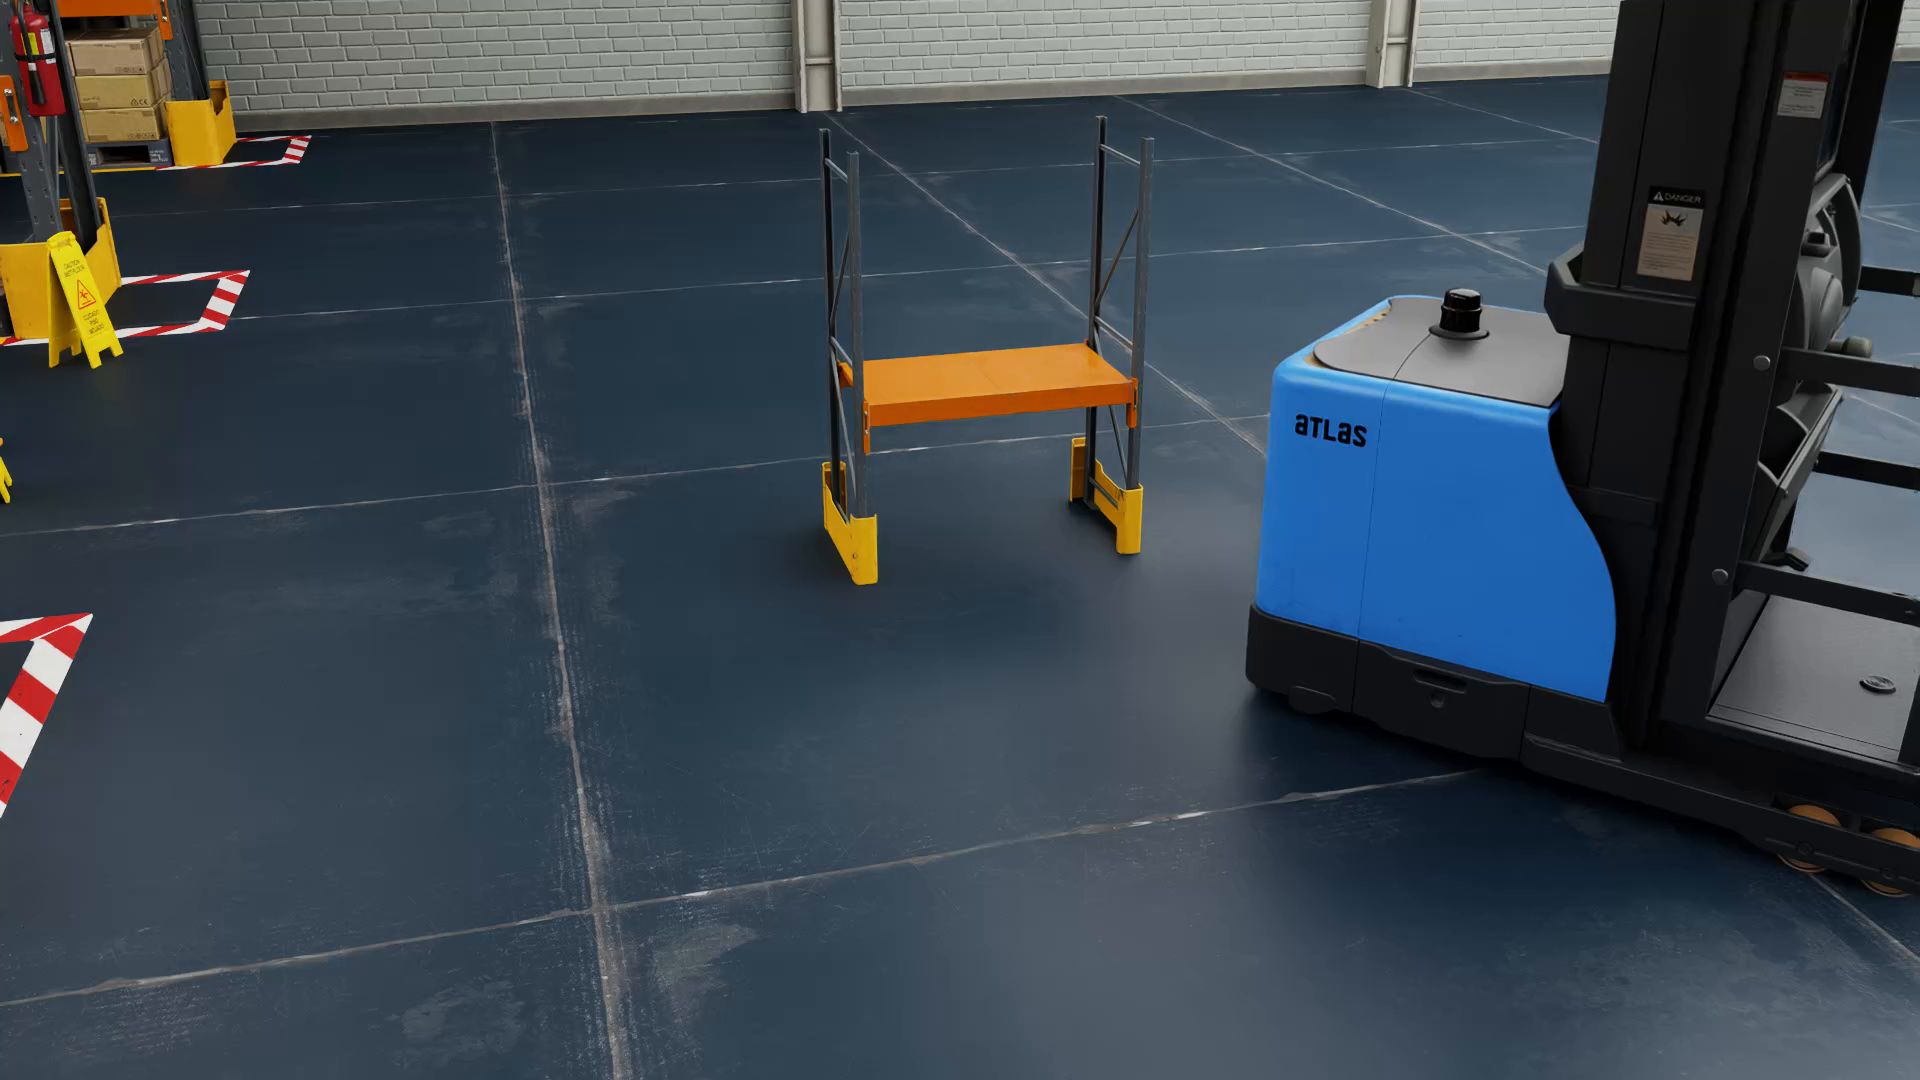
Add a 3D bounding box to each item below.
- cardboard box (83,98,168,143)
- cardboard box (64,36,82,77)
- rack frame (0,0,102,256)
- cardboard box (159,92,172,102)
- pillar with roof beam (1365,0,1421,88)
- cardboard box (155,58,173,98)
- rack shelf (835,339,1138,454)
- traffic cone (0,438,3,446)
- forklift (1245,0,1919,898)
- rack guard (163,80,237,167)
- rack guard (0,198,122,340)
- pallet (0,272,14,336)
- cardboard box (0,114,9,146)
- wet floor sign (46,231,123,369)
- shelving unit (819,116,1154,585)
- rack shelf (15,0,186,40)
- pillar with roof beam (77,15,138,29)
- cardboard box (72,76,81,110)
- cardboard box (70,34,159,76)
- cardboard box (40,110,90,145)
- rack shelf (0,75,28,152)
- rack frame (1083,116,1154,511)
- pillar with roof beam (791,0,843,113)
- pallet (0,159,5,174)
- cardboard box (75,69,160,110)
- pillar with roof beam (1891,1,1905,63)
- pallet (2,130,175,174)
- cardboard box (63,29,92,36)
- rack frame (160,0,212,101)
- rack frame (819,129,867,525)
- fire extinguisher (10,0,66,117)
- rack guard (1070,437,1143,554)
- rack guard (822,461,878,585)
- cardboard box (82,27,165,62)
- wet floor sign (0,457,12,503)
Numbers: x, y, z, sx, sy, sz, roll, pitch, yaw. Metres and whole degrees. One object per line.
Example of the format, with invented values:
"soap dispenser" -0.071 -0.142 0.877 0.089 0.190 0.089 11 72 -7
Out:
"cardboard box" -6.570 -3.310 13.114 0.500 0.250 0.500 -6 24 -14
"cardboard box" -7.052 -3.715 12.791 0.500 0.250 0.500 -6 24 -13
"rack frame" -4.858 -2.666 8.660 0.127 3.000 1.000 -6 24 -14
"cardboard box" -6.728 -3.502 13.561 0.500 0.250 0.500 -6 24 -14
"pillar with roof beam" 5.600 -7.219 11.662 0.400 9.000 9.100 -6 24 -14
"cardboard box" -6.711 -3.738 13.479 0.500 0.250 0.500 -6 24 -13
"rack shelf" 0.082 -0.533 6.046 1.000 0.185 0.538 -6 24 -14
"traffic cone" -4.297 -0.580 7.014 0.334 0.463 0.336 -6 24 -14
"forklift" 2.383 -0.692 4.145 3.031 2.935 1.130 15 27 31
"rack guard" -6.179 -3.404 13.550 0.348 0.500 1.175 -6 24 -14
"rack guard" -4.931 -1.509 9.134 0.348 0.500 1.175 -6 24 -14
"pallet" -5.723 -1.304 9.020 1.213 0.211 1.003 -6 24 -14
"cardboard box" -7.535 -3.211 12.883 0.500 0.250 0.500 -6 24 -14
"wet floor sign" -4.386 -1.198 8.224 0.232 0.644 0.267 2 23 4
"shelving unit" 0.073 -0.697 5.973 1.083 1.500 0.587 -6 24 -14
"rack shelf" -8.128 -4.007 12.696 4.000 0.370 1.077 -6 24 -14
"pillar with roof beam" -5.954 -5.941 8.683 0.400 9.000 9.100 -6 24 -14
"cardboard box" -7.073 -3.490 12.899 0.500 0.250 0.500 -7 24 -15
"cardboard box" -6.562 -3.772 12.923 0.500 0.250 0.500 -5 24 -13
"cardboard box" -7.051 -3.260 12.999 0.500 0.250 0.500 -6 24 -14
"rack shelf" -6.784 -2.123 8.305 4.000 0.370 1.077 -6 24 -14
"rack frame" 0.572 -0.752 6.102 0.032 1.500 0.500 -6 24 -14
"pillar with roof beam" -0.177 -6.580 10.173 0.400 9.000 9.100 -6 24 -14
"pallet" -8.100 -3.043 13.074 1.213 0.211 1.003 -6 24 -14
"cardboard box" -6.587 -3.539 13.014 0.500 0.250 0.500 -7 24 -15
"pillar with roof beam" 11.377 -7.858 13.152 0.400 9.000 9.100 -6 24 -14
"pallet" -6.928 -3.172 13.374 1.213 0.211 1.003 -6 24 -14
"cardboard box" -7.197 -3.905 13.234 0.500 0.250 0.500 -6 24 -14
"rack frame" -6.203 -4.550 13.051 0.127 3.000 1.000 -6 24 -14
"rack frame" -0.407 -0.644 5.849 0.032 1.500 0.500 -6 24 -14
"fire extinguisher" -4.623 -2.468 8.296 0.183 0.674 0.296 -6 24 -14
"rack guard" 0.553 -0.176 6.343 0.087 0.250 0.587 -6 24 -14
"rack guard" -0.406 -0.070 6.096 0.087 0.250 0.587 -6 24 -14
"cardboard box" -6.716 -3.960 13.361 0.500 0.250 0.500 -7 24 -15
"wet floor sign" -3.931 -0.471 6.528 0.232 0.644 0.267 -11 25 -23
